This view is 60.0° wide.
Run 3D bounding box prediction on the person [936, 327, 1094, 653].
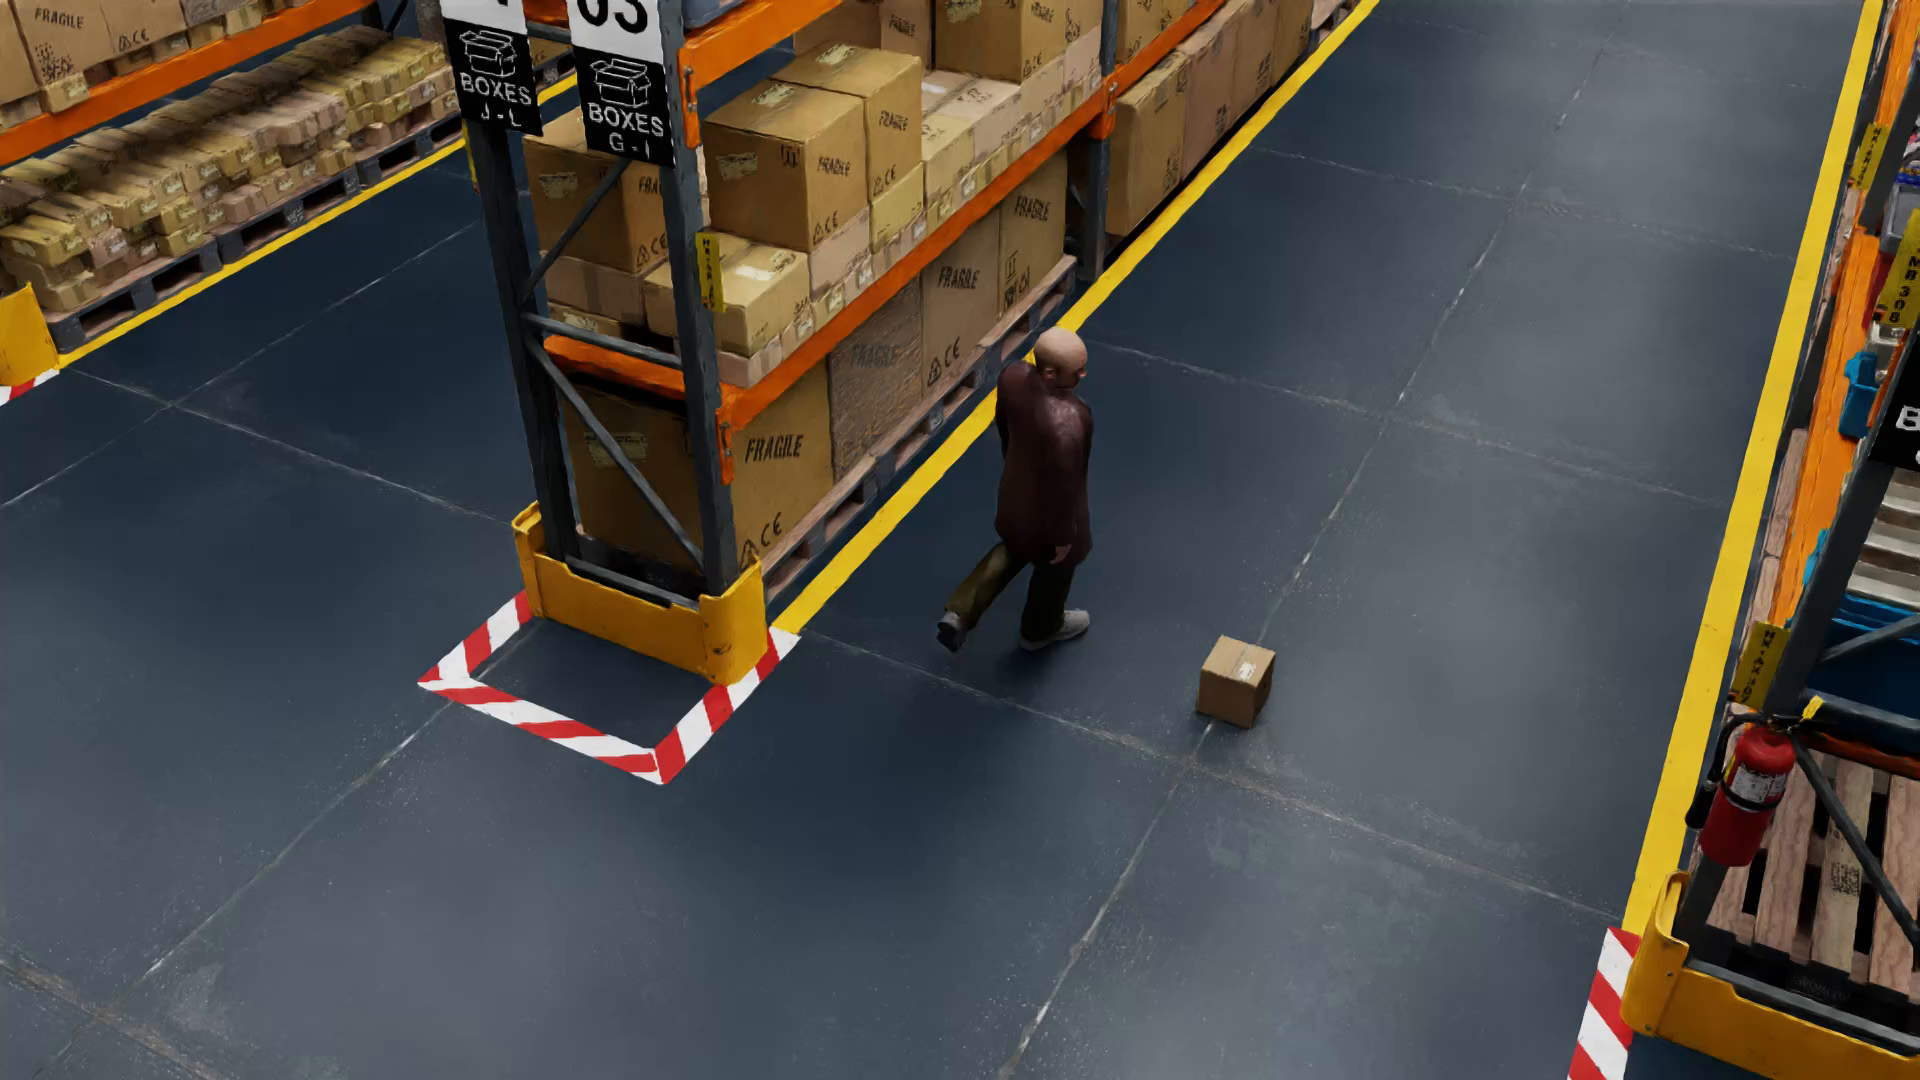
[{"bbox_3d":[0.332,-0.142,6.992,0.716,1.684,0.648,-22,43,-26],"label":"person"}]
